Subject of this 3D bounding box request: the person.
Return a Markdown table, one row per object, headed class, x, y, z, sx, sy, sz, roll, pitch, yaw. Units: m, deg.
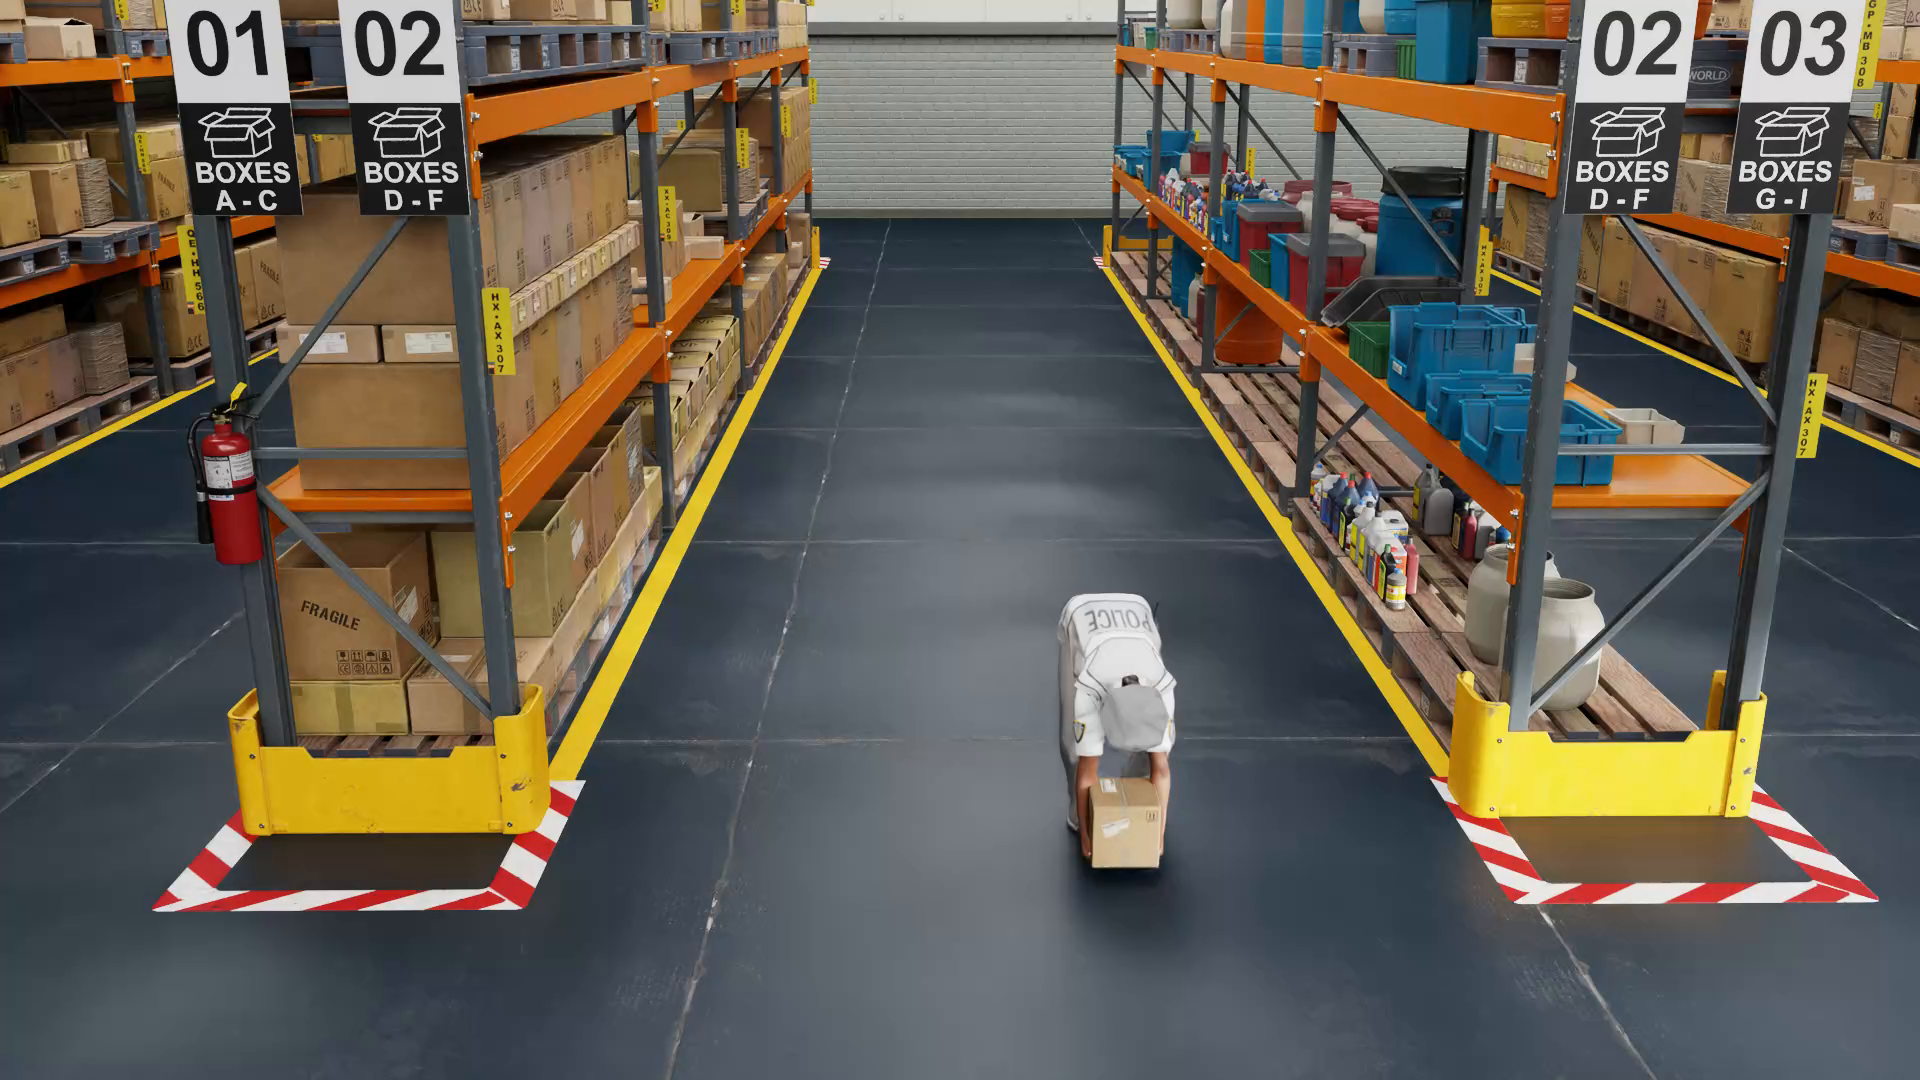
| class | x | y | z | sx | sy | sz | roll | pitch | yaw |
| --- | --- | --- | --- | --- | --- | --- | --- | --- | --- |
| person | 0.618 | 0.722 | 6.472 | 0.456 | 0.922 | 0.907 | -1 | 17 | -3 |
